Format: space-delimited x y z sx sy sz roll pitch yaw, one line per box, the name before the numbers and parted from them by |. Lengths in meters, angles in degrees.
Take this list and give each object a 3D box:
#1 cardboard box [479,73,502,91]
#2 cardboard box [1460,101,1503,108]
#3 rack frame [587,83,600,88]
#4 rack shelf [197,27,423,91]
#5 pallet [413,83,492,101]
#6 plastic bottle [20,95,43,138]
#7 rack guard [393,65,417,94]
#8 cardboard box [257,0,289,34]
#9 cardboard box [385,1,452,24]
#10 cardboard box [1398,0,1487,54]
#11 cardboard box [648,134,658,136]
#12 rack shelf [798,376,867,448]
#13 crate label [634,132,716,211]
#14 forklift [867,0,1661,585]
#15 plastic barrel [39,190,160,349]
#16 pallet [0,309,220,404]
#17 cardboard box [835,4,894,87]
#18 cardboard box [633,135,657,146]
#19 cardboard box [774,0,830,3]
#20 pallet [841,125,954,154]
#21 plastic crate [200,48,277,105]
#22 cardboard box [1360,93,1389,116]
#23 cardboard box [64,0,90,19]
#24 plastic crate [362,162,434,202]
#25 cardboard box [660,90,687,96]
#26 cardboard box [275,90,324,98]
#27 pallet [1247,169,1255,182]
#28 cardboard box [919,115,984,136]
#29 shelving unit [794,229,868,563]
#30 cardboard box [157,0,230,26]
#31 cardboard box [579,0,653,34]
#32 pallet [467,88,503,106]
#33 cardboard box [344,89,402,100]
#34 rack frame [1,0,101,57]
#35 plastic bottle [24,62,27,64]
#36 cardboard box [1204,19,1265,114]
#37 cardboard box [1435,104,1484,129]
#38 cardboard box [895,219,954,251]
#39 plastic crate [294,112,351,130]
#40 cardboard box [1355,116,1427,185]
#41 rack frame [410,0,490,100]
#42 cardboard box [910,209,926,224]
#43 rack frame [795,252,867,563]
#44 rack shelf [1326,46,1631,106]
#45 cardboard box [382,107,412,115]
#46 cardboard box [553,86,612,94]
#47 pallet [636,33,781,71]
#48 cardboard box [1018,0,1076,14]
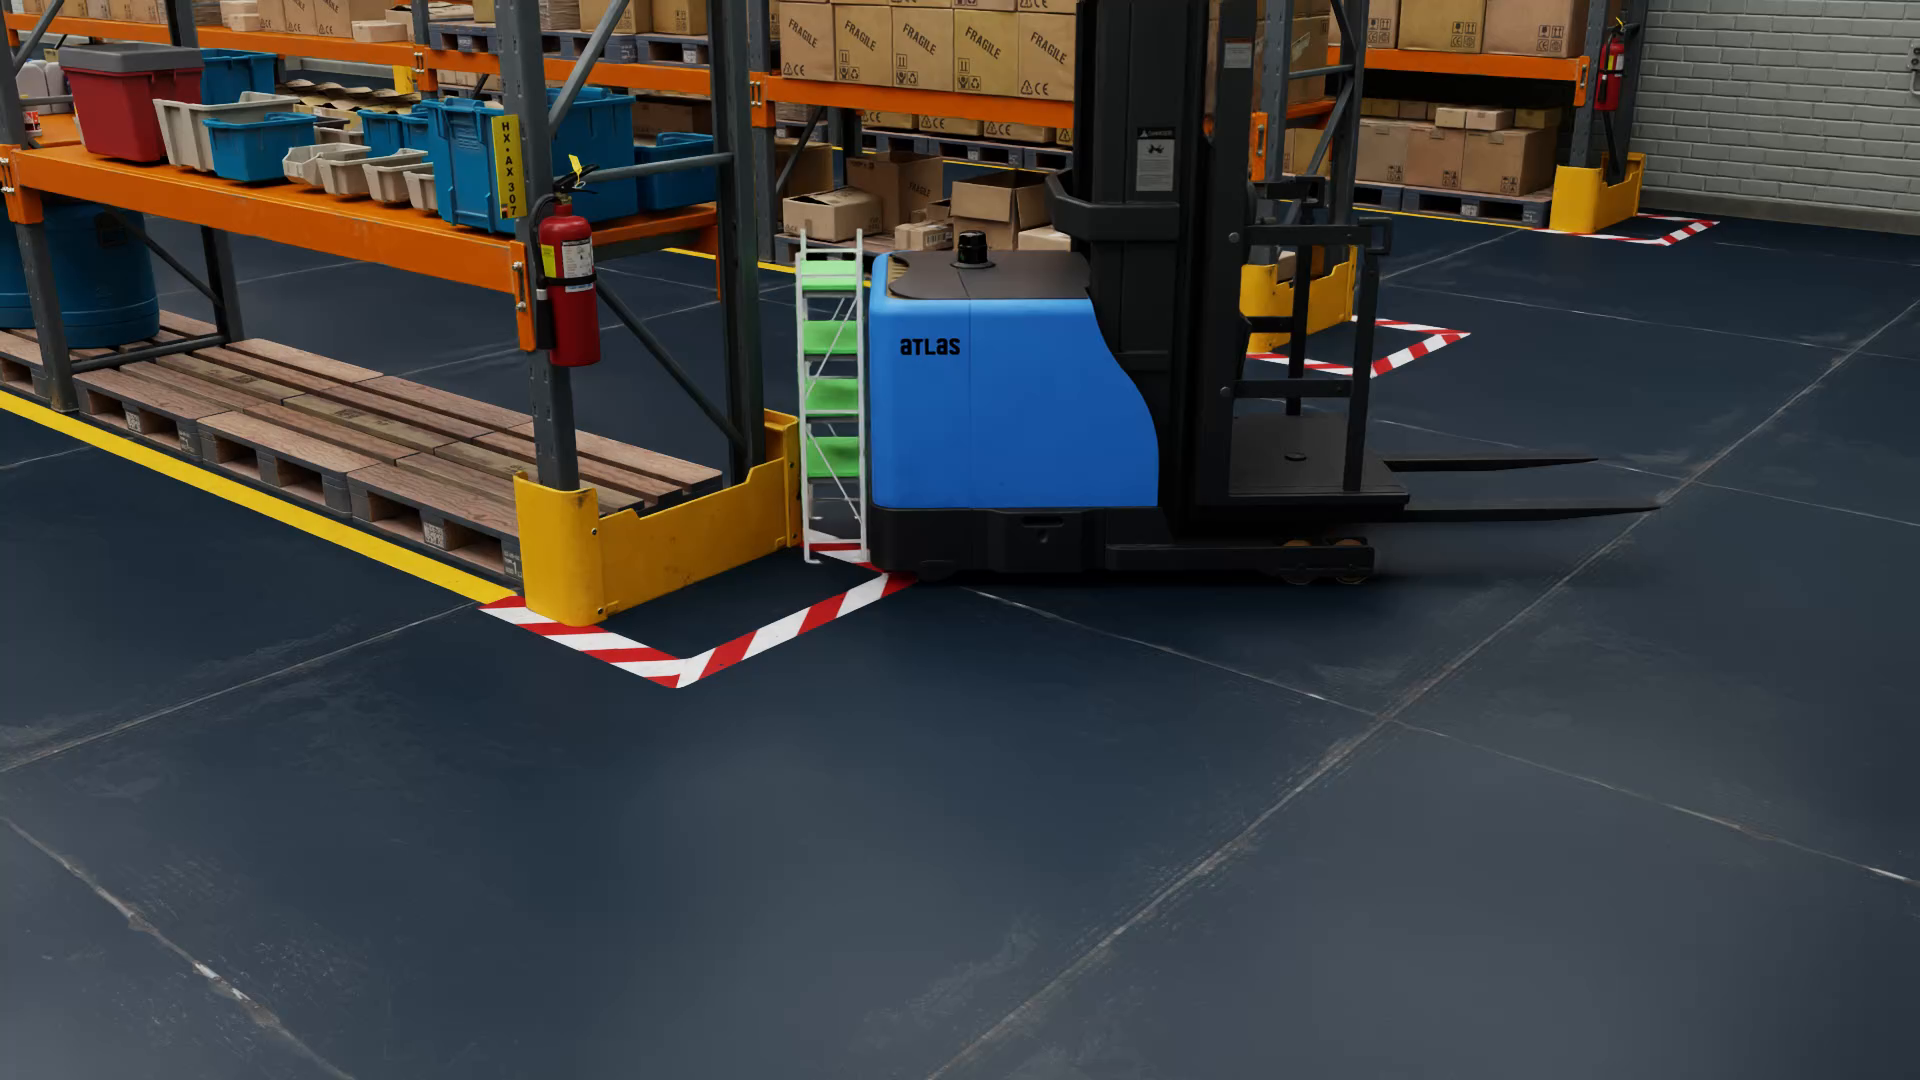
cardboard box | -5.800 -6.118 21.560 0.500 0.500 0.700 14 25 33
cardboard box | 4.363 -3.594 13.977 0.250 0.149 0.380 16 26 36
rack frame | -4.158 -6.673 20.112 0.127 3.000 1.000 16 26 36
rack shelf | -5.738 -4.535 15.463 4.000 0.370 1.077 16 26 36
pallet | -6.591 -6.053 22.419 1.213 0.211 1.003 16 26 36
plastic bottle | -4.670 -2.125 8.333 0.097 0.201 0.097 0 21 0
rack guard | -7.198 -6.379 22.875 0.348 0.500 1.175 16 26 36
cardboard box | -6.295 -5.071 15.723 0.500 0.500 0.500 18 27 40
cardboard box | -4.759 -4.636 14.838 0.500 0.311 0.500 16 26 36
cardboard box | 4.166 -4.406 13.676 0.700 0.700 0.980 16 26 36
cardboard box | -2.113 -2.973 13.221 0.500 0.500 0.500 16 26 37
rack shelf | -0.492 -0.504 6.484 0.258 0.148 0.480 -1 21 -3
crate label | -1.109 -1.382 6.235 0.303 0.233 0.416 16 26 36
forklift | 1.163 -1.389 6.198 3.031 2.935 1.130 -1 21 -2
plastic barrel | -4.635 -1.521 8.828 0.708 0.901 0.600 16 26 36
pallet | -4.796 -1.059 9.176 1.213 0.211 1.003 16 26 36
cardboard box | -0.469 -3.278 10.969 0.500 0.500 0.500 17 26 37
cardboard box | -2.419 -2.826 12.829 0.500 0.500 0.500 16 26 37
cardboard box | -0.903 -3.866 11.109 0.500 0.500 0.500 17 26 38
pallet | -0.496 -4.279 17.716 1.213 0.211 1.003 16 26 36
plastic crate | -3.647 -2.189 8.161 0.575 0.384 0.392 16 26 36
cardboard box | 3.577 -3.821 14.577 0.250 0.149 0.380 16 26 35
cardboard box | -9.242 -5.921 17.977 0.500 0.500 0.700 16 26 37
plastic crate | -2.088 -1.393 6.400 0.243 0.136 0.396 16 26 36
cardboard box | -3.146 -5.448 19.783 0.500 0.500 0.700 15 26 35
cardboard box | -6.339 -4.102 15.801 0.500 0.311 0.500 15 25 35
pallet | 2.579 -3.392 15.364 1.213 0.211 1.003 16 26 36
cardboard box | 0.102 -4.574 16.998 0.750 0.750 0.750 16 26 36
shelving unit | -0.492 -0.564 6.462 0.258 1.200 0.503 -1 21 -3
cardboard box | -7.635 -5.462 16.759 0.500 0.500 0.700 15 25 35
cardboard box | -2.498 -4.154 12.695 0.500 0.500 0.700 9 23 23
pallet | -5.650 -5.780 21.697 1.213 0.211 1.003 16 26 36
cardboard box | -5.614 -4.139 15.899 0.500 0.311 0.500 16 26 36
rack frame | -10.387 -6.210 18.885 0.127 3.000 1.000 16 26 36
plastic bottle | -5.387 -2.640 9.601 0.097 0.271 0.097 0 21 0
cardboard box | 1.490 -2.713 9.469 0.500 0.500 0.500 17 27 38
cardboard box | 4.120 -3.490 13.701 0.250 0.149 0.380 17 26 38
cardboard box | -0.225 -2.070 11.299 0.250 0.166 0.380 16 26 36
plastic crate | -3.188 -1.903 7.768 0.590 0.125 0.437 16 26 36
cardboard box | 3.755 -3.375 14.314 0.500 0.500 0.700 15 25 35
rack frame | -4.189 -4.425 14.152 0.127 3.000 1.000 16 26 36
cardboard box | -0.141 -2.288 11.901 0.250 0.149 0.380 16 26 36
rack frame | -0.479 -0.478 6.234 0.240 1.200 0.015 -1 21 -3
rack shelf | 3.589 -4.105 14.323 4.000 0.370 1.077 16 26 36
cardboard box | -4.750 -3.647 14.596 0.500 0.311 0.500 17 26 38
cardboard box | -3.270 -3.657 13.970 0.500 0.250 0.500 17 27 38
pallet | -1.640 -3.651 12.372 1.213 0.211 1.003 16 26 36
cardboard box | 0.694 -3.406 9.891 0.500 0.500 0.500 17 26 38
